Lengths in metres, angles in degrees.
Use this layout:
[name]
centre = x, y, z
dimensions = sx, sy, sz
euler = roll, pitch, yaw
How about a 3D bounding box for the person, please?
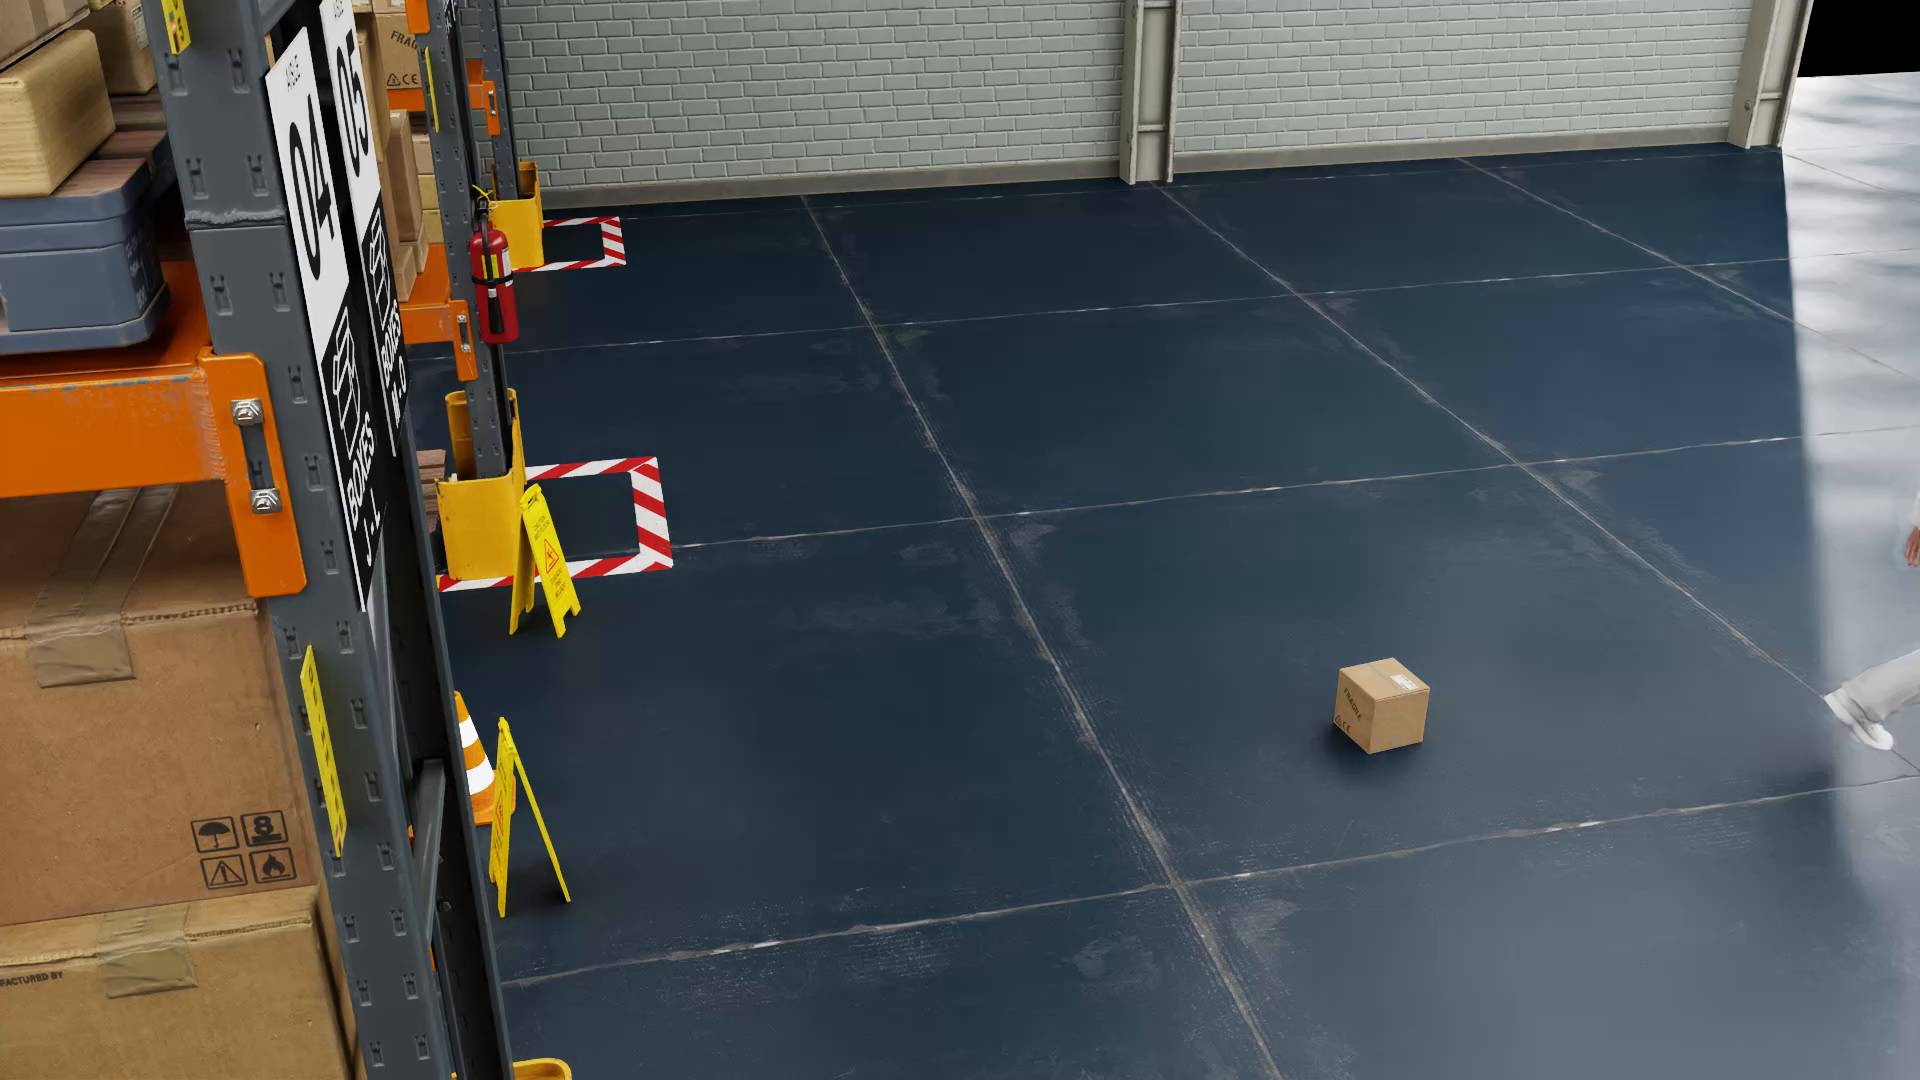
[person]
centre = 3.737, 0.027, 6.064
dimensions = 0.985, 1.746, 0.612
euler = -2, 26, -4
